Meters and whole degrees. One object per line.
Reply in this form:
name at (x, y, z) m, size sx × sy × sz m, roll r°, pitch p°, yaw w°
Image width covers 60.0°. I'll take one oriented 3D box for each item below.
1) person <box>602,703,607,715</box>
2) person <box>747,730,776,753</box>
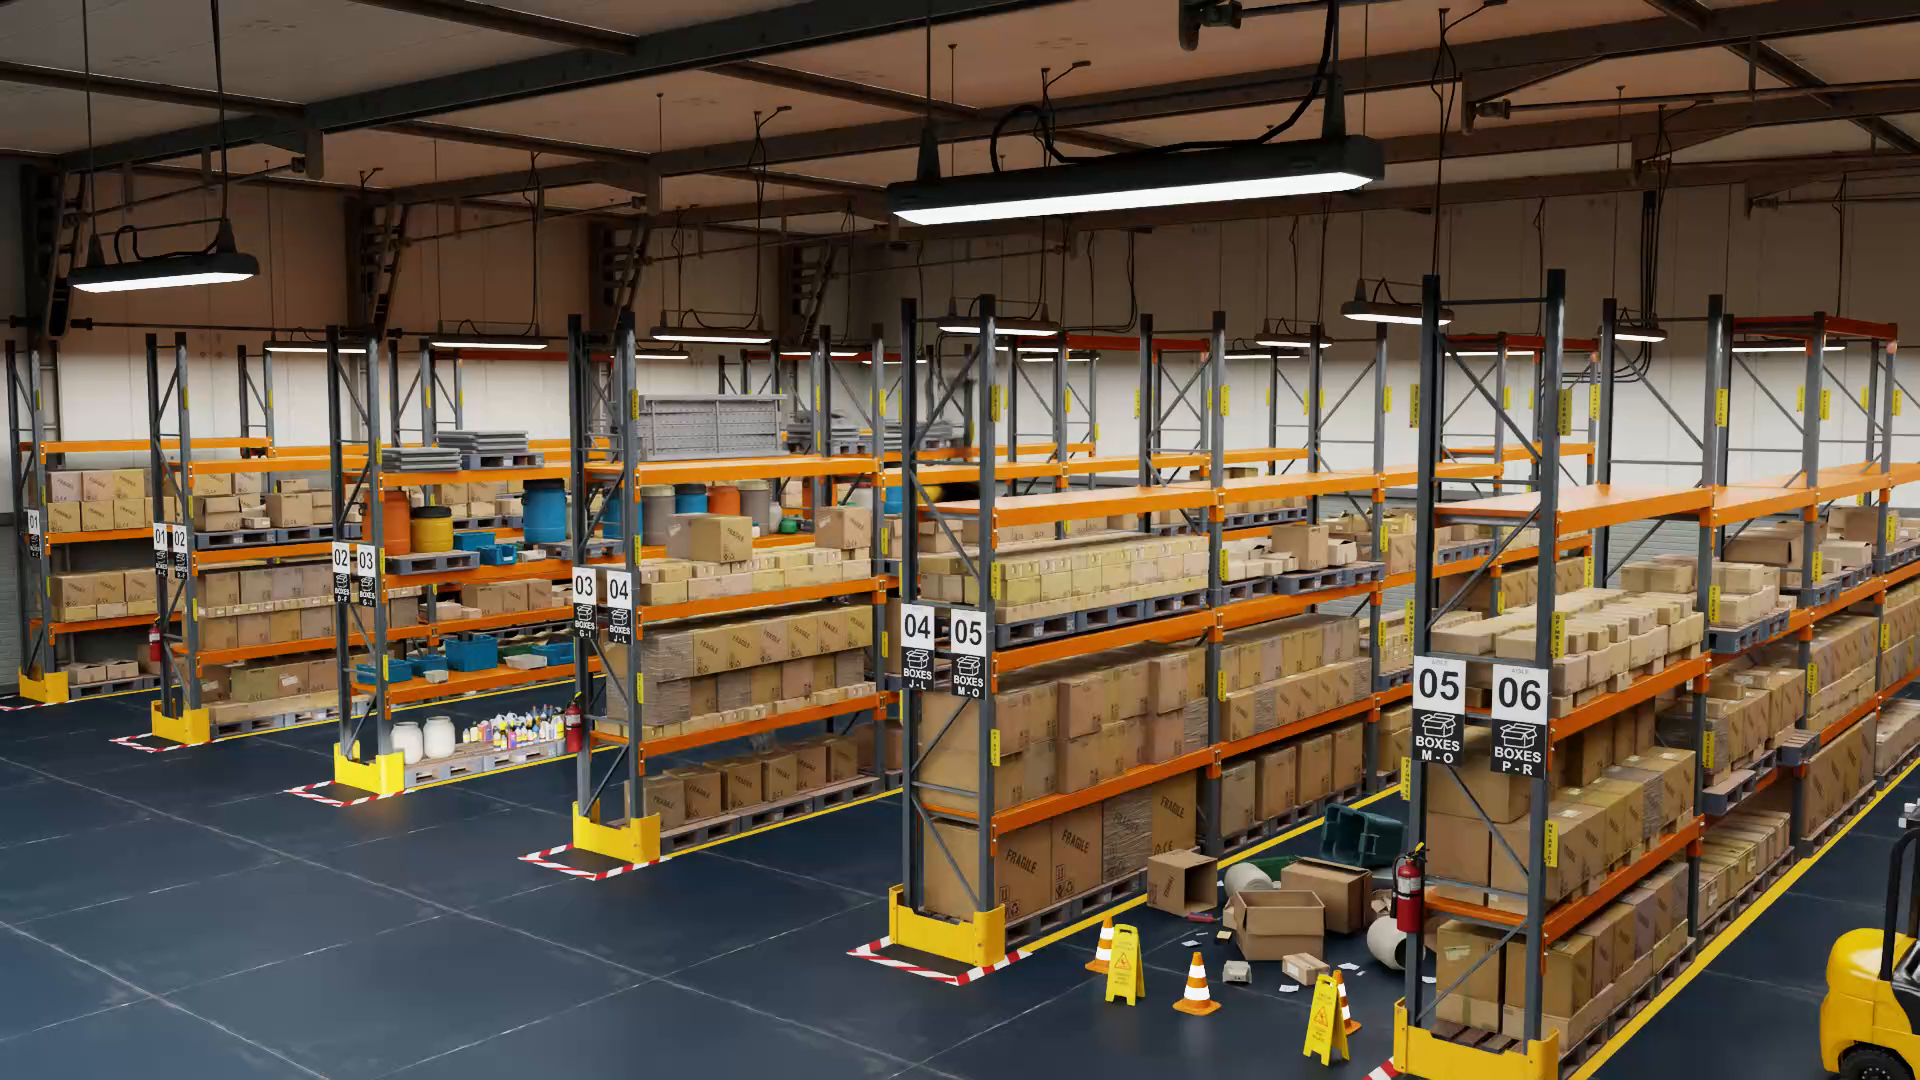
person at (-5.485, 1.865, 26.847) m, size 0.732 × 1.791 × 0.925 m, roll 3°, pitch 6°, yaw 31°
person at (-2.797, 2.266, 23.186) m, size 0.581 × 1.658 × 0.630 m, roll 4°, pitch 7°, yaw 39°
